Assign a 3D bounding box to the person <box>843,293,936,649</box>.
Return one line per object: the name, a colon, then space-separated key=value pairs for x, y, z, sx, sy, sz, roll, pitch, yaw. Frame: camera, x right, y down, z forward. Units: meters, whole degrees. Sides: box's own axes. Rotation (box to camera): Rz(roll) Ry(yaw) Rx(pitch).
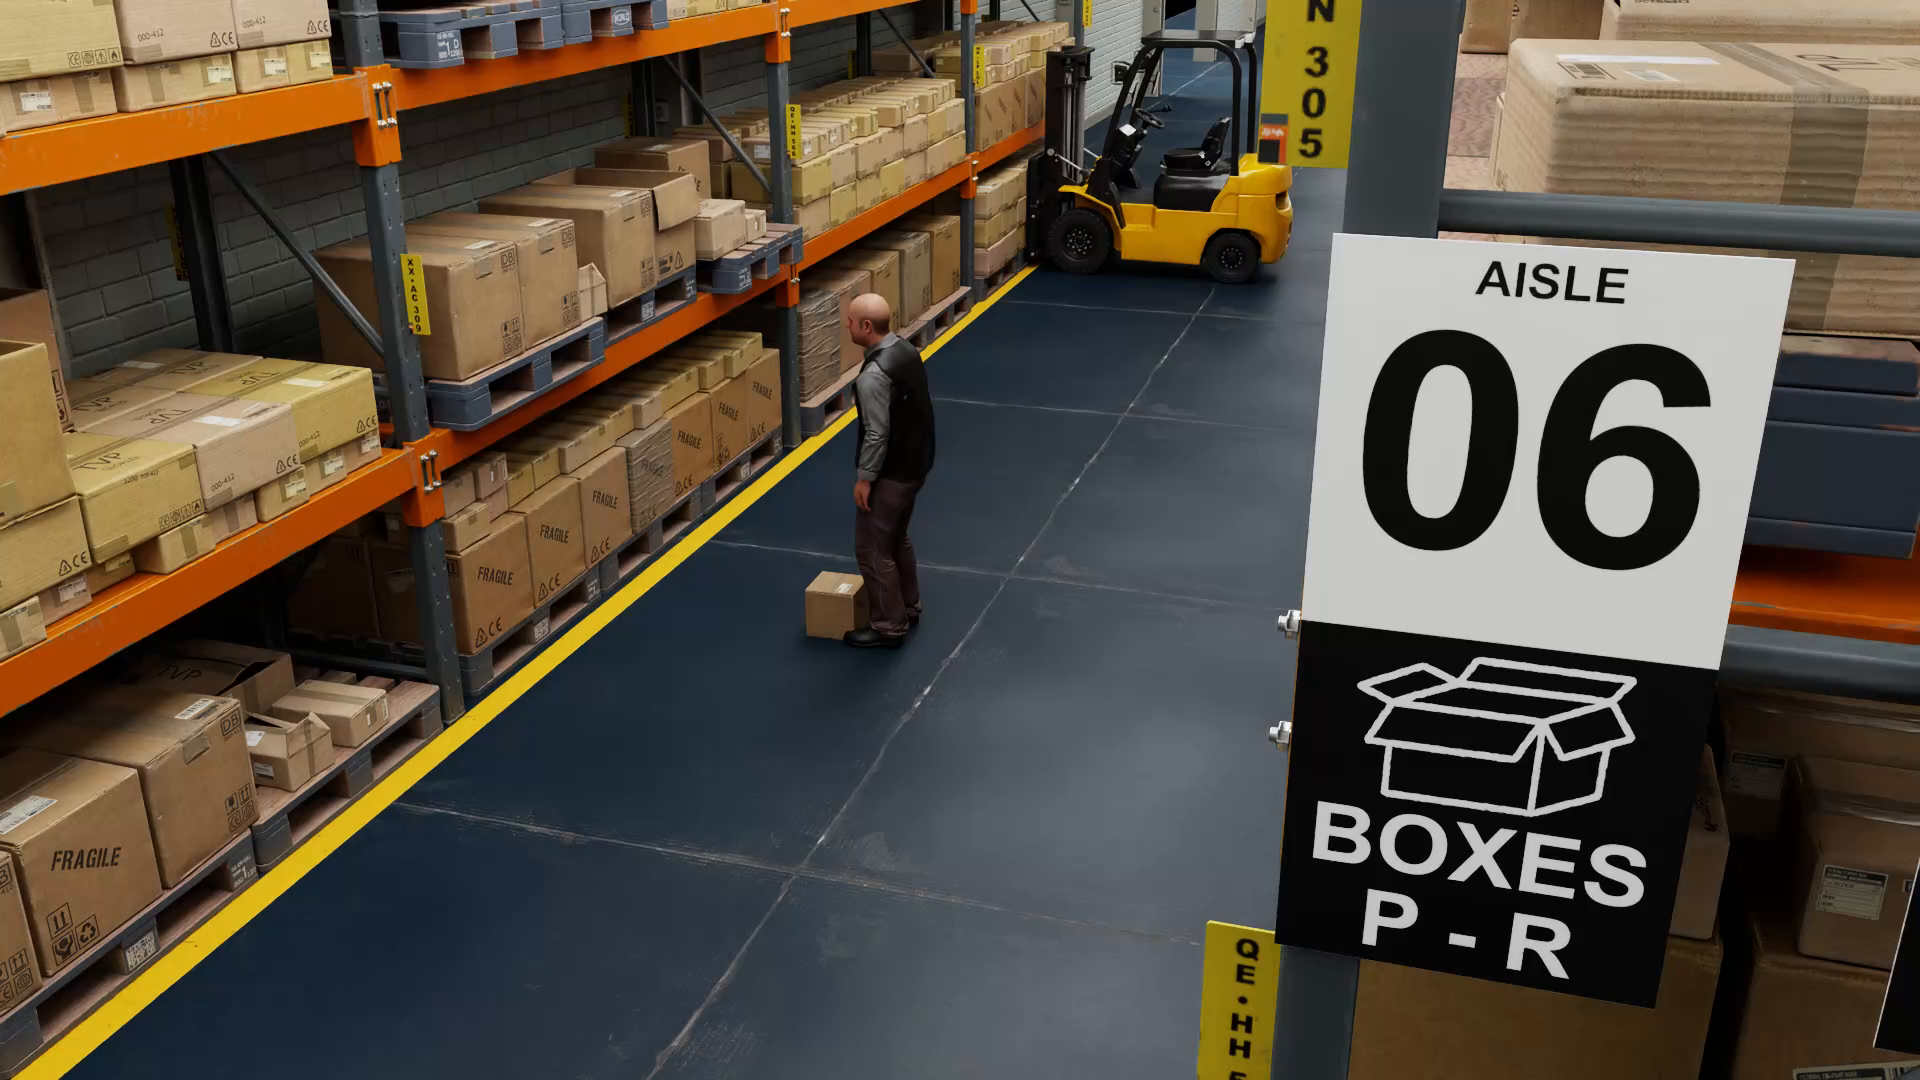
person: x=-0.334 y=-0.328 z=7.942 sx=0.421 sy=1.720 sz=0.580 roll=6 pitch=23 yaw=16
